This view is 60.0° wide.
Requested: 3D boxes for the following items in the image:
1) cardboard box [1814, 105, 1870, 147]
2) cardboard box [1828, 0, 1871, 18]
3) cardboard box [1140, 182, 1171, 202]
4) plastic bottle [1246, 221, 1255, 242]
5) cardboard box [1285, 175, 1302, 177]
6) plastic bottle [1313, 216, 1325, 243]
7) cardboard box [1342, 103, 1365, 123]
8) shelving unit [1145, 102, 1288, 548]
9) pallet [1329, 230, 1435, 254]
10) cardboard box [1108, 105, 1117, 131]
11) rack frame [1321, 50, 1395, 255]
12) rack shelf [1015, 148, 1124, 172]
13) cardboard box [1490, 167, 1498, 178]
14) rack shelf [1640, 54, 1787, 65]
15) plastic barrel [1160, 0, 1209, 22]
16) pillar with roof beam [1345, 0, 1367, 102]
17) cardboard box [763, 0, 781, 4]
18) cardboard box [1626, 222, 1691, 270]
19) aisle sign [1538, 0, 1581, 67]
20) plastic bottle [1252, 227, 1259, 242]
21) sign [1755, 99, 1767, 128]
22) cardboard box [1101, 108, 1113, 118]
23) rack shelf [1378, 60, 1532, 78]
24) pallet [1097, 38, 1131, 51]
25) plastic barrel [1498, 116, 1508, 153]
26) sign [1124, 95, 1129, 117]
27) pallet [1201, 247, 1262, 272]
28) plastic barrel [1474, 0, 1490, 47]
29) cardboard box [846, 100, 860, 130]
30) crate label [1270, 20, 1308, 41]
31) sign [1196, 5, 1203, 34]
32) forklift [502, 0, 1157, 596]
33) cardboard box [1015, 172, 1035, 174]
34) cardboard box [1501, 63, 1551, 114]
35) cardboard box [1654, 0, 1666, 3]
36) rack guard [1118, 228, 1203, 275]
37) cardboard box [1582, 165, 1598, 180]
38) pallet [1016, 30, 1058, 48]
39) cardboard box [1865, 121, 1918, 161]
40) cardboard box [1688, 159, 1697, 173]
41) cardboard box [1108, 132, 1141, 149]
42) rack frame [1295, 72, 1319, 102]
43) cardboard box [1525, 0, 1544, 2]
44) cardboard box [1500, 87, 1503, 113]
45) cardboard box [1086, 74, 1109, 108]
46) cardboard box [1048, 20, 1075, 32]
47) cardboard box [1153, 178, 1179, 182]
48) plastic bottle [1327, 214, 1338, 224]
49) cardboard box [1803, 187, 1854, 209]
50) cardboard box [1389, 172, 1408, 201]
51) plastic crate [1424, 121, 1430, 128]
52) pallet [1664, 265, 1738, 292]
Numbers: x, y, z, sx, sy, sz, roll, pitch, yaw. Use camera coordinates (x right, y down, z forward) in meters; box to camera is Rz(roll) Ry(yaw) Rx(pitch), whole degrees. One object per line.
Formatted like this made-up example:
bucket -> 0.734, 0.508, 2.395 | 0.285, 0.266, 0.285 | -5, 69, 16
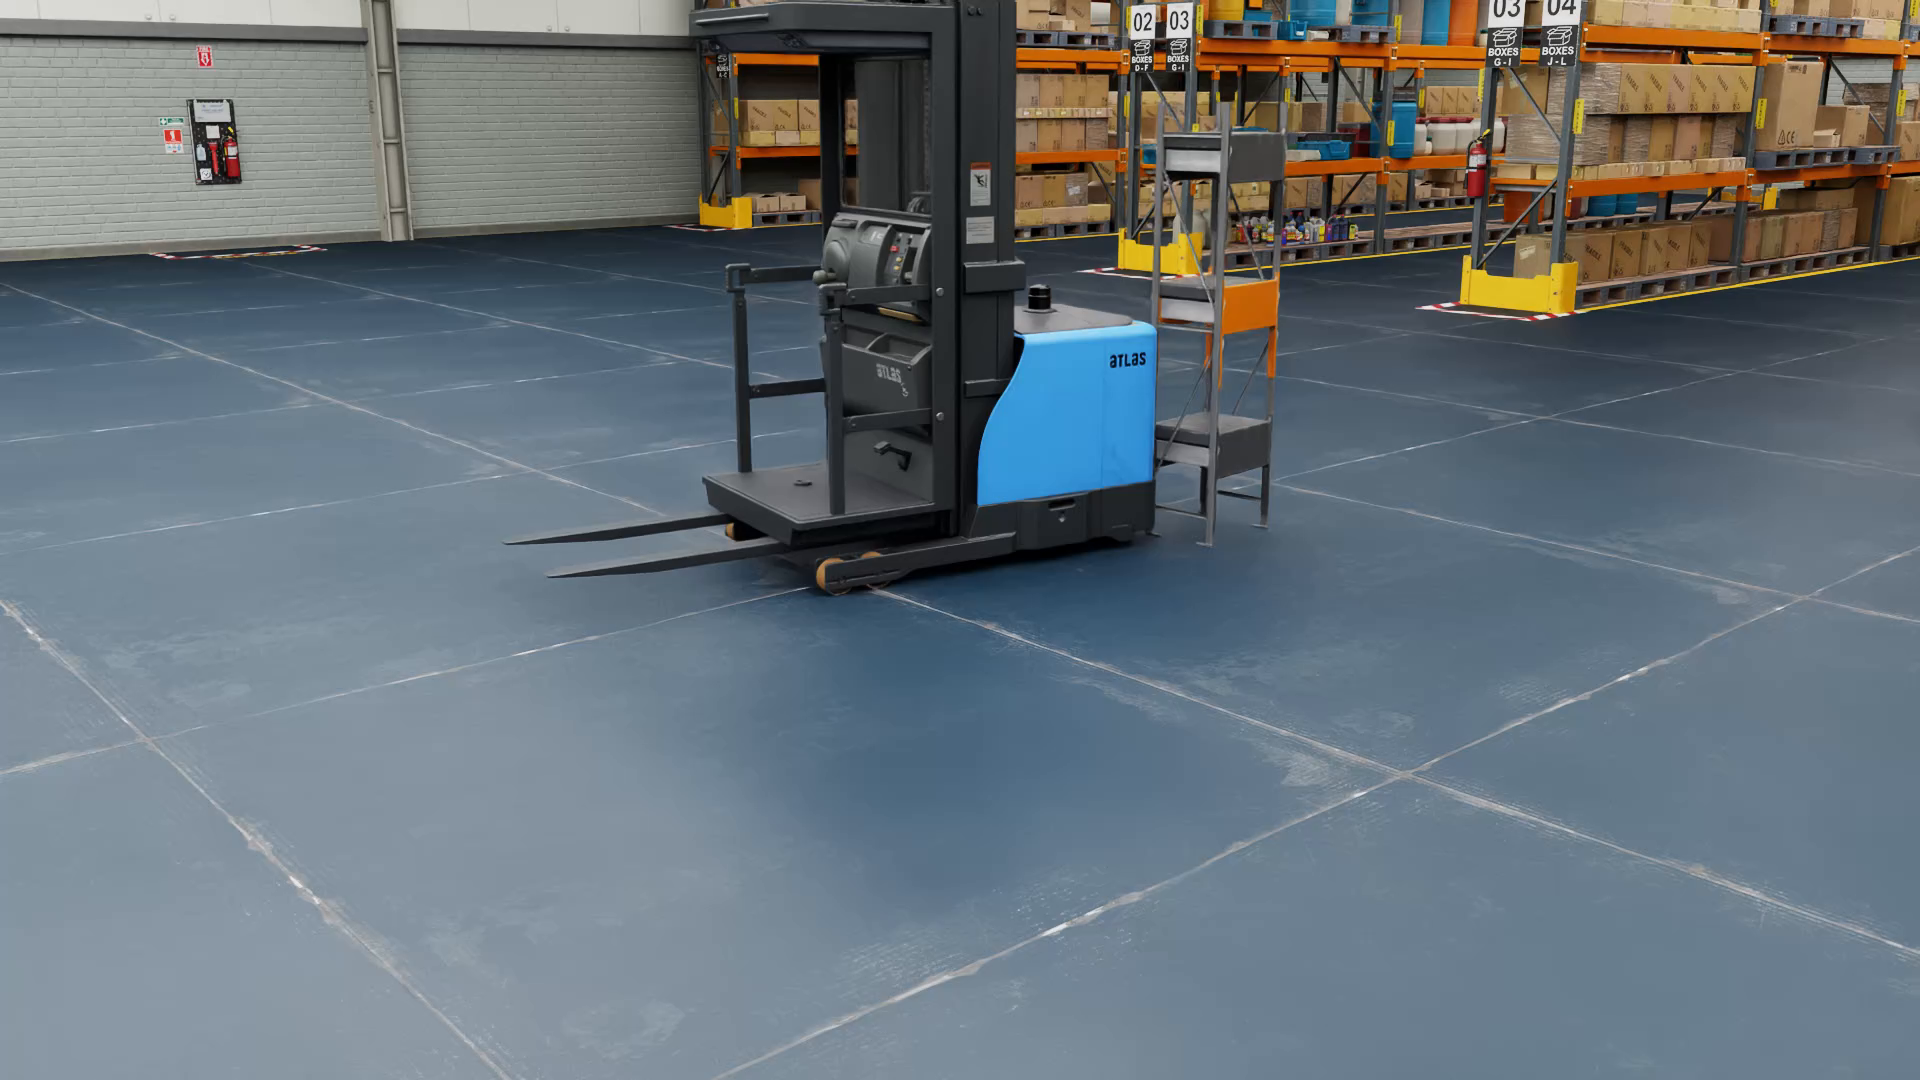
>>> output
cardboard box -> 11.033, -5.254, 21.101 | 0.500, 0.500, 0.700 | -9, 18, -31
cardboard box -> 10.810, -6.656, 20.381 | 0.500, 0.500, 0.500 | -12, 19, -38
cardboard box -> 3.108, -5.719, 27.275 | 0.500, 0.311, 0.500 | -13, 20, -40
plastic bottle -> 3.893, -4.179, 22.510 | 0.135, 0.276, 0.152 | -13, 20, -41
cardboard box -> 5.860, -6.727, 30.161 | 0.500, 0.250, 0.500 | -12, 19, -37
plastic bottle -> 4.815, -4.183, 22.380 | 0.185, 0.351, 0.144 | -13, 20, -40
cardboard box -> 6.994, -7.763, 30.493 | 0.700, 0.500, 0.500 | 10, 18, 33
shelving unit -> 1.248, -1.059, 8.147 | 0.431, 2.100, 0.503 | 13, 20, 41
pallet -> 6.067, -4.296, 23.926 | 1.213, 0.211, 1.003 | -13, 19, -39
cardboard box -> 2.950, -8.430, 33.190 | 0.500, 0.500, 0.500 | -12, 19, -38
rack frame -> 5.500, -5.503, 23.040 | 0.127, 3.000, 1.000 | -13, 19, -39
rack shelf -> 0.743, -5.782, 25.477 | 4.000, 0.370, 1.077 | -13, 19, -39
cardboard box -> 11.056, -7.366, 34.004 | 0.500, 0.500, 0.500 | -13, 19, -39
rack shelf -> 13.044, -8.299, 29.087 | 4.000, 0.370, 1.077 | -13, 19, -39
plastic barrel -> 2.766, -6.792, 20.407 | 0.708, 0.830, 0.600 | -13, 19, -39
pillar with roof beam -> 12.344, -12.151, 36.302 | 0.400, 9.000, 9.100 | -13, 19, -39
cardboard box -> -3.159, -8.838, 27.540 | 0.500, 0.500, 0.500 | -13, 20, -40
cardboard box -> 7.996, -3.376, 19.105 | 0.500, 0.500, 0.500 | -6, 16, -22
aisle sign -> 5.884, -5.048, 16.300 | 0.004, 0.787, 0.394 | -13, 19, -39
plastic bottle -> 3.989, -4.122, 22.440 | 0.097, 0.201, 0.097 | 0, 15, 0
sign -> 9.114, -4.853, 18.928 | 0.005, 0.325, 0.100 | -13, 19, -39
cardboard box -> 2.187, -6.742, 26.227 | 0.250, 0.149, 0.380 | -13, 20, -39
rack shelf -> 9.795, -9.264, 32.700 | 4.000, 0.370, 1.077 | -13, 19, -39
pallet -> 2.908, -7.977, 26.859 | 1.217, 0.209, 0.805 | -14, 20, -42
plastic barrel -> 8.367, -6.109, 25.044 | 0.708, 0.536, 0.600 | -13, 19, -39
sign -> 2.617, -6.817, 26.127 | 0.005, 0.325, 0.100 | -13, 19, -39
pallet -> 3.126, -3.637, 21.457 | 1.213, 0.211, 1.003 | -13, 19, -39
plastic barrel -> 7.756, -7.775, 24.762 | 0.600, 0.901, 0.600 | 0, 15, 0
cardboard box -> -1.916, -7.422, 29.023 | 0.500, 0.500, 0.500 | -13, 20, -41
crate label -> 4.112, -6.456, 21.081 | 0.408, 0.251, 0.502 | -13, 19, -39
sign -> 2.841, -6.171, 19.711 | 0.005, 0.325, 0.100 | -13, 19, -39
forklift -> -0.565, -1.325, 7.531 | 3.031, 2.935, 1.130 | -9, 17, -30
cardboard box -> 0.942, -5.518, 26.156 | 0.500, 0.500, 0.500 | -13, 19, -39
cardboard box -> 5.987, -4.678, 17.242 | 0.500, 0.500, 0.500 | -13, 19, -39
cardboard box -> 7.097, -5.646, 17.280 | 0.250, 0.149, 0.380 | -14, 20, -42
rack guard -> 2.509, -3.640, 20.908 | 0.348, 0.500, 1.175 | -13, 19, -39
cardboard box -> 6.307, -3.780, 17.077 | 0.250, 0.149, 0.380 | -13, 19, -39
pallet -> 0.705, -7.519, 24.947 | 1.213, 0.211, 1.003 | -13, 19, -39
cardboard box -> 12.314, -5.294, 22.064 | 0.500, 0.500, 0.500 | -12, 19, -38
cardboard box -> 7.969, -4.172, 18.543 | 0.250, 0.149, 0.380 | -13, 19, -39
cardboard box -> 2.594, -6.487, 27.016 | 0.500, 0.250, 0.500 | -11, 19, -36
rack frame -> 8.049, -9.465, 37.871 | 0.127, 3.000, 1.000 | -13, 19, -39
cardboard box -> 5.739, -5.538, 16.877 | 0.250, 0.149, 0.380 | -13, 19, -39
cardboard box -> 10.768, -8.818, 33.317 | 0.500, 0.500, 0.500 | -12, 19, -38
cardboard box -> 1.921, -7.067, 26.186 | 0.500, 0.500, 0.700 | -13, 19, -39
cardboard box -> 1.521, -7.809, 25.261 | 0.250, 0.149, 0.380 | -13, 19, -39
cardboard box -> 3.517, -5.996, 28.312 | 0.500, 0.311, 0.500 | -13, 20, -40
plastic bottle -> 5.109, -4.299, 22.811 | 0.185, 0.351, 0.144 | -13, 19, -39
cardboard box -> 11.283, -4.464, 21.689 | 0.500, 0.250, 0.500 | -12, 19, -37
cardboard box -> 8.102, -6.689, 31.470 | 0.500, 0.500, 0.500 | -13, 20, -40
plastic crate -> 7.098, -5.997, 24.766 | 0.583, 0.464, 0.402 | -13, 19, -39
pallet -> 8.268, -3.071, 19.338 | 1.213, 0.211, 1.003 | -13, 19, -39
